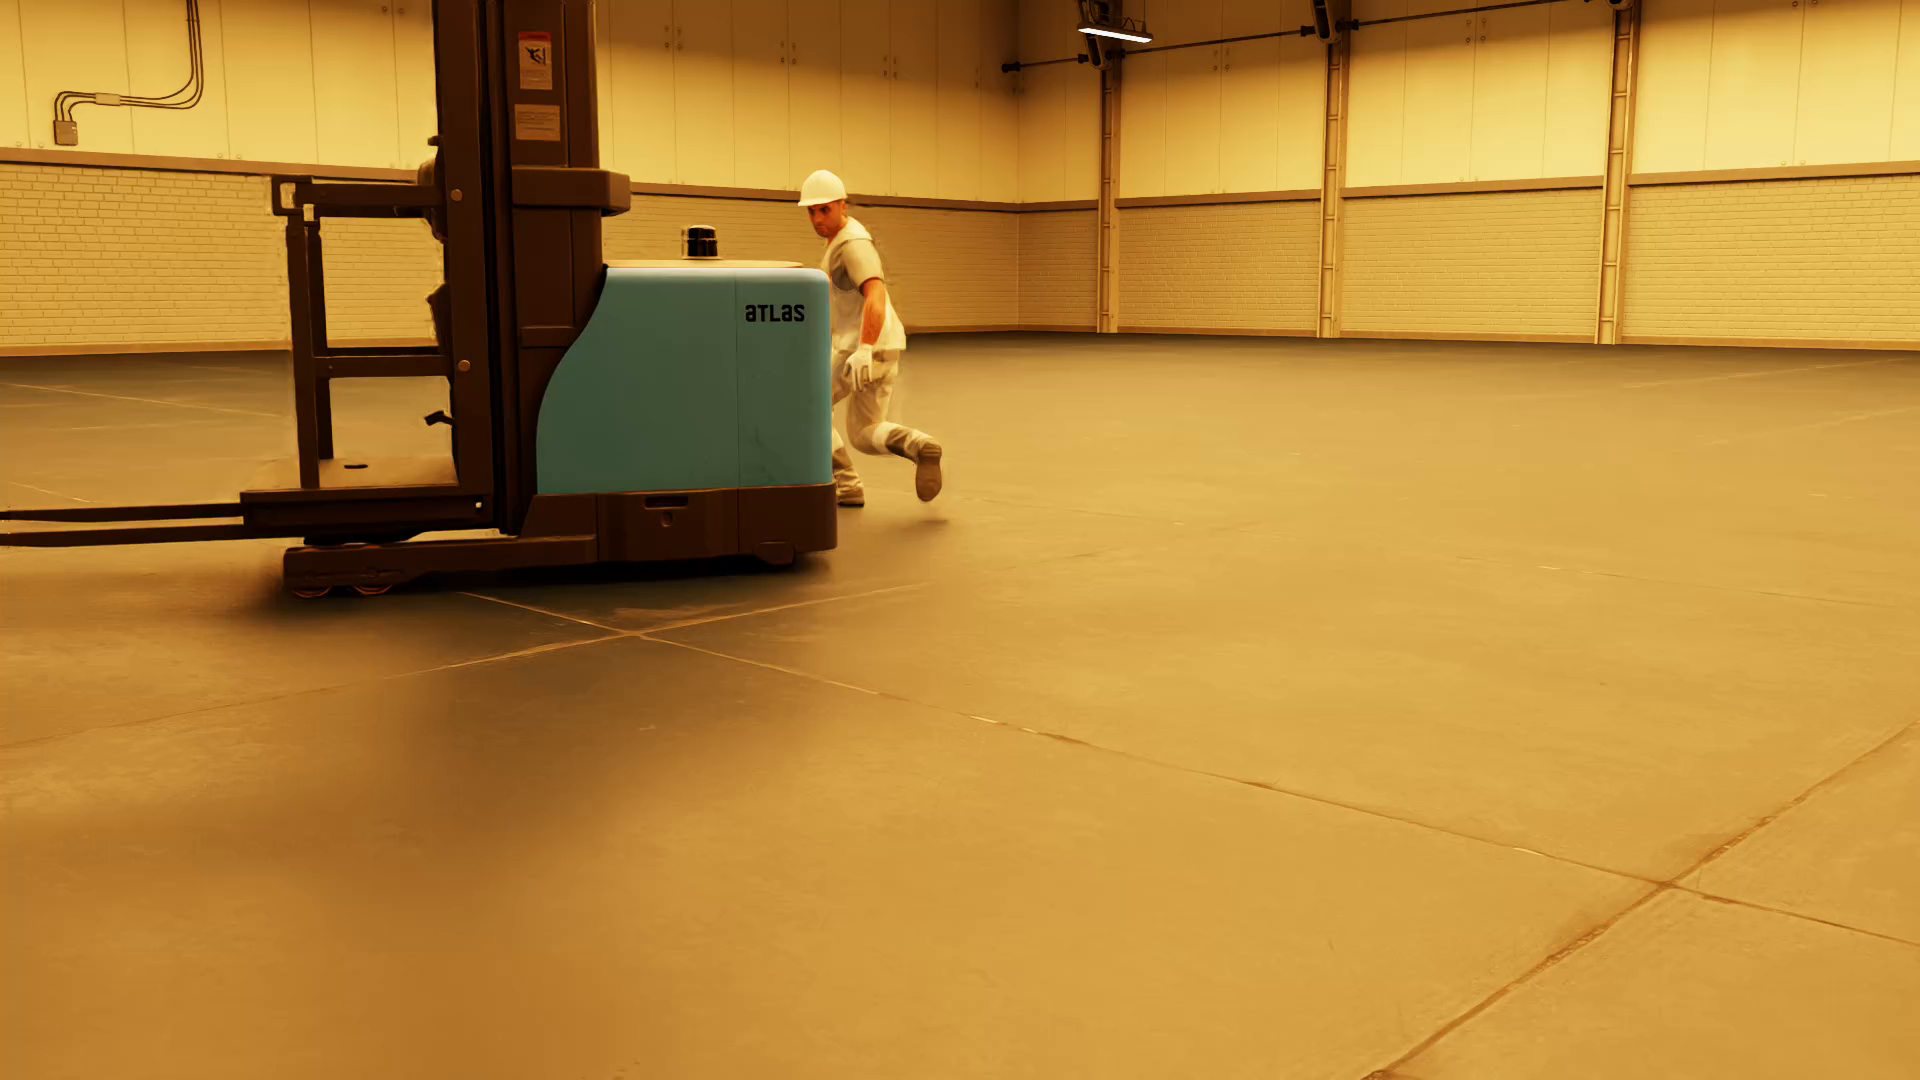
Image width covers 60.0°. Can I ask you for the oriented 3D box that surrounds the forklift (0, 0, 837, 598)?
[{"bbox_3d":[-2.023,-1.346,5.815,3.031,2.935,1.130,-3,9,-18],"label":"forklift"}]

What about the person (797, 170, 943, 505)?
[{"bbox_3d":[-0.482,-0.903,7.637,0.841,1.553,0.662,3,9,18],"label":"person"}]
